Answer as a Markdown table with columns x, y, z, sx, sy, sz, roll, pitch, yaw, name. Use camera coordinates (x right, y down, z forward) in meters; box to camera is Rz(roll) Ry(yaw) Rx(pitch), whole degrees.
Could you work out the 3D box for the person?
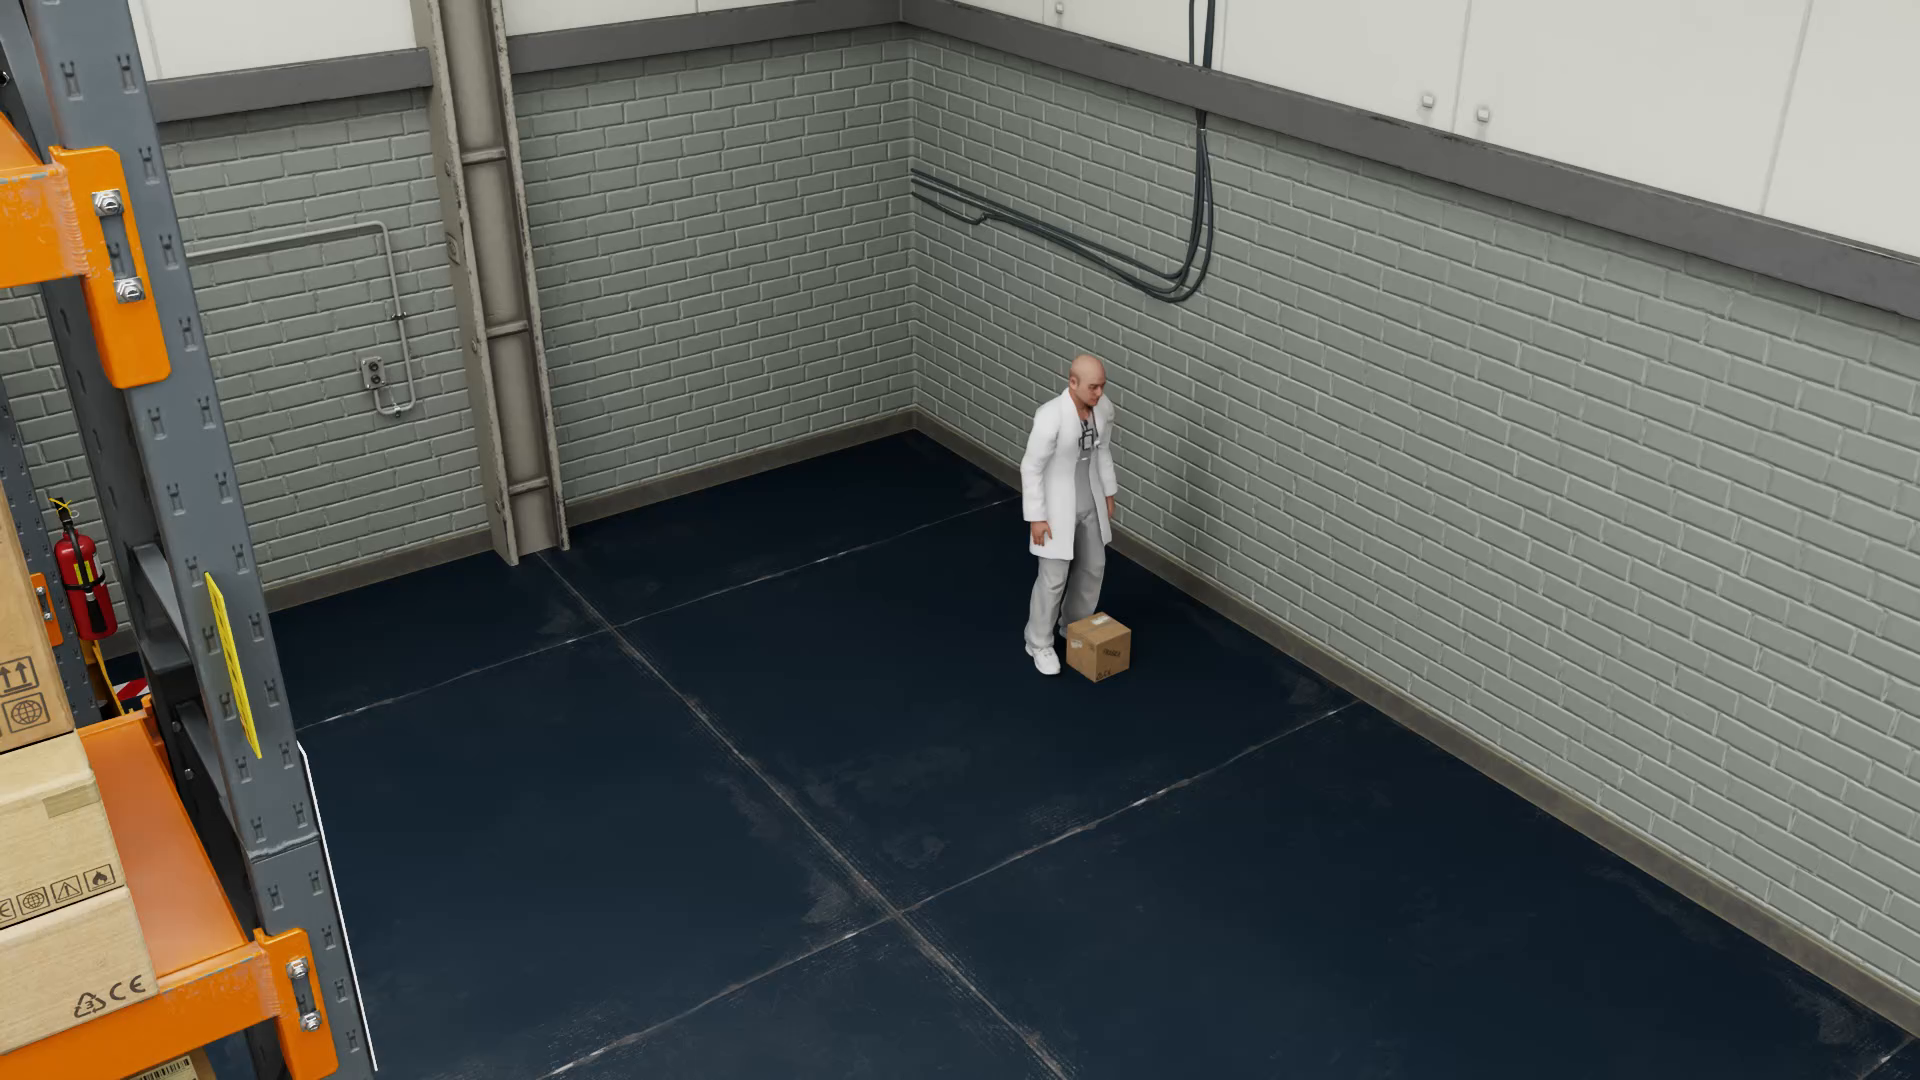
| x | y | z | sx | sy | sz | roll | pitch | yaw | name |
| --- | --- | --- | --- | --- | --- | --- | --- | --- | --- |
| 0.606 | -0.172 | 8.962 | 0.643 | 1.772 | 0.433 | -20 | 34 | -33 | person |
